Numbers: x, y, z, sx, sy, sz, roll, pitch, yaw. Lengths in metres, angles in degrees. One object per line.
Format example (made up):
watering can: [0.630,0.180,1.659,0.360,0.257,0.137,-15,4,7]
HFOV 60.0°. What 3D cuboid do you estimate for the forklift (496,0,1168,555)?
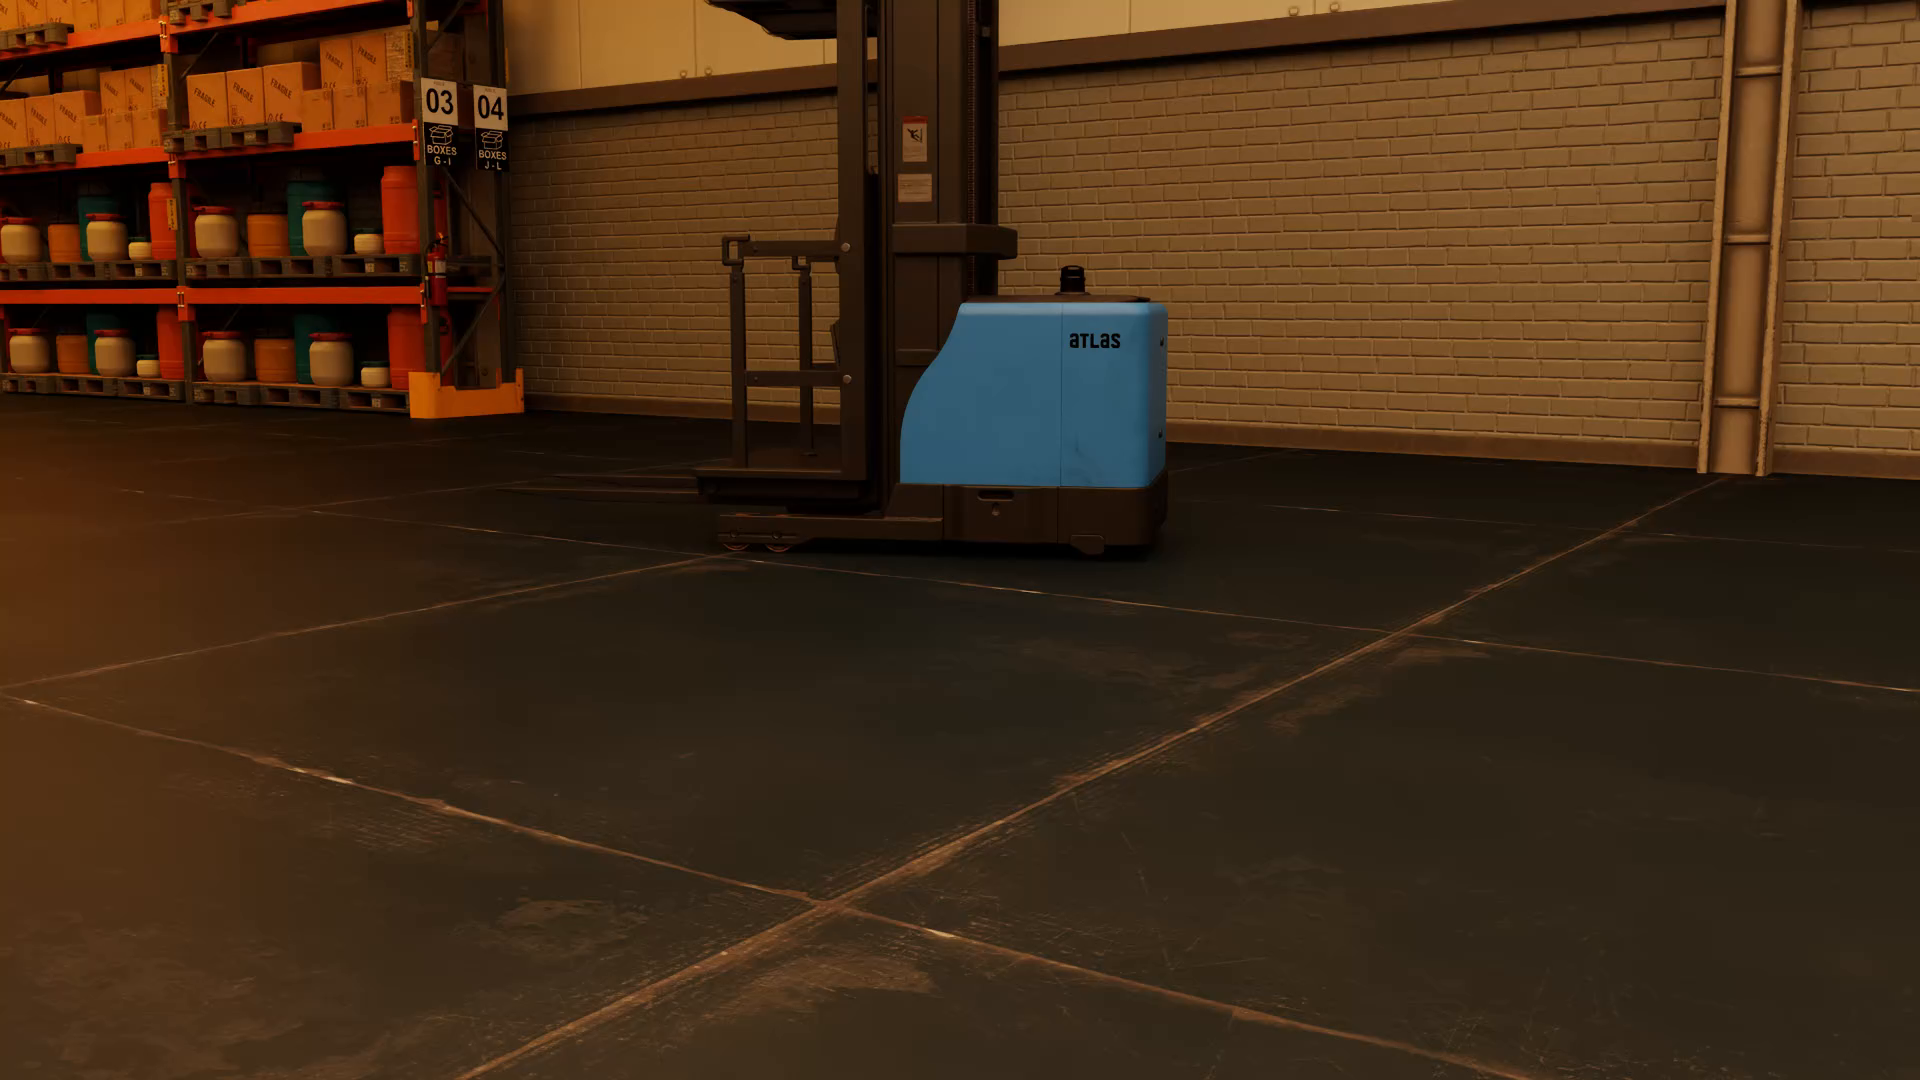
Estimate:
forklift: [-0.596,-1.469,7.520,3.031,2.935,1.130,2,8,12]
